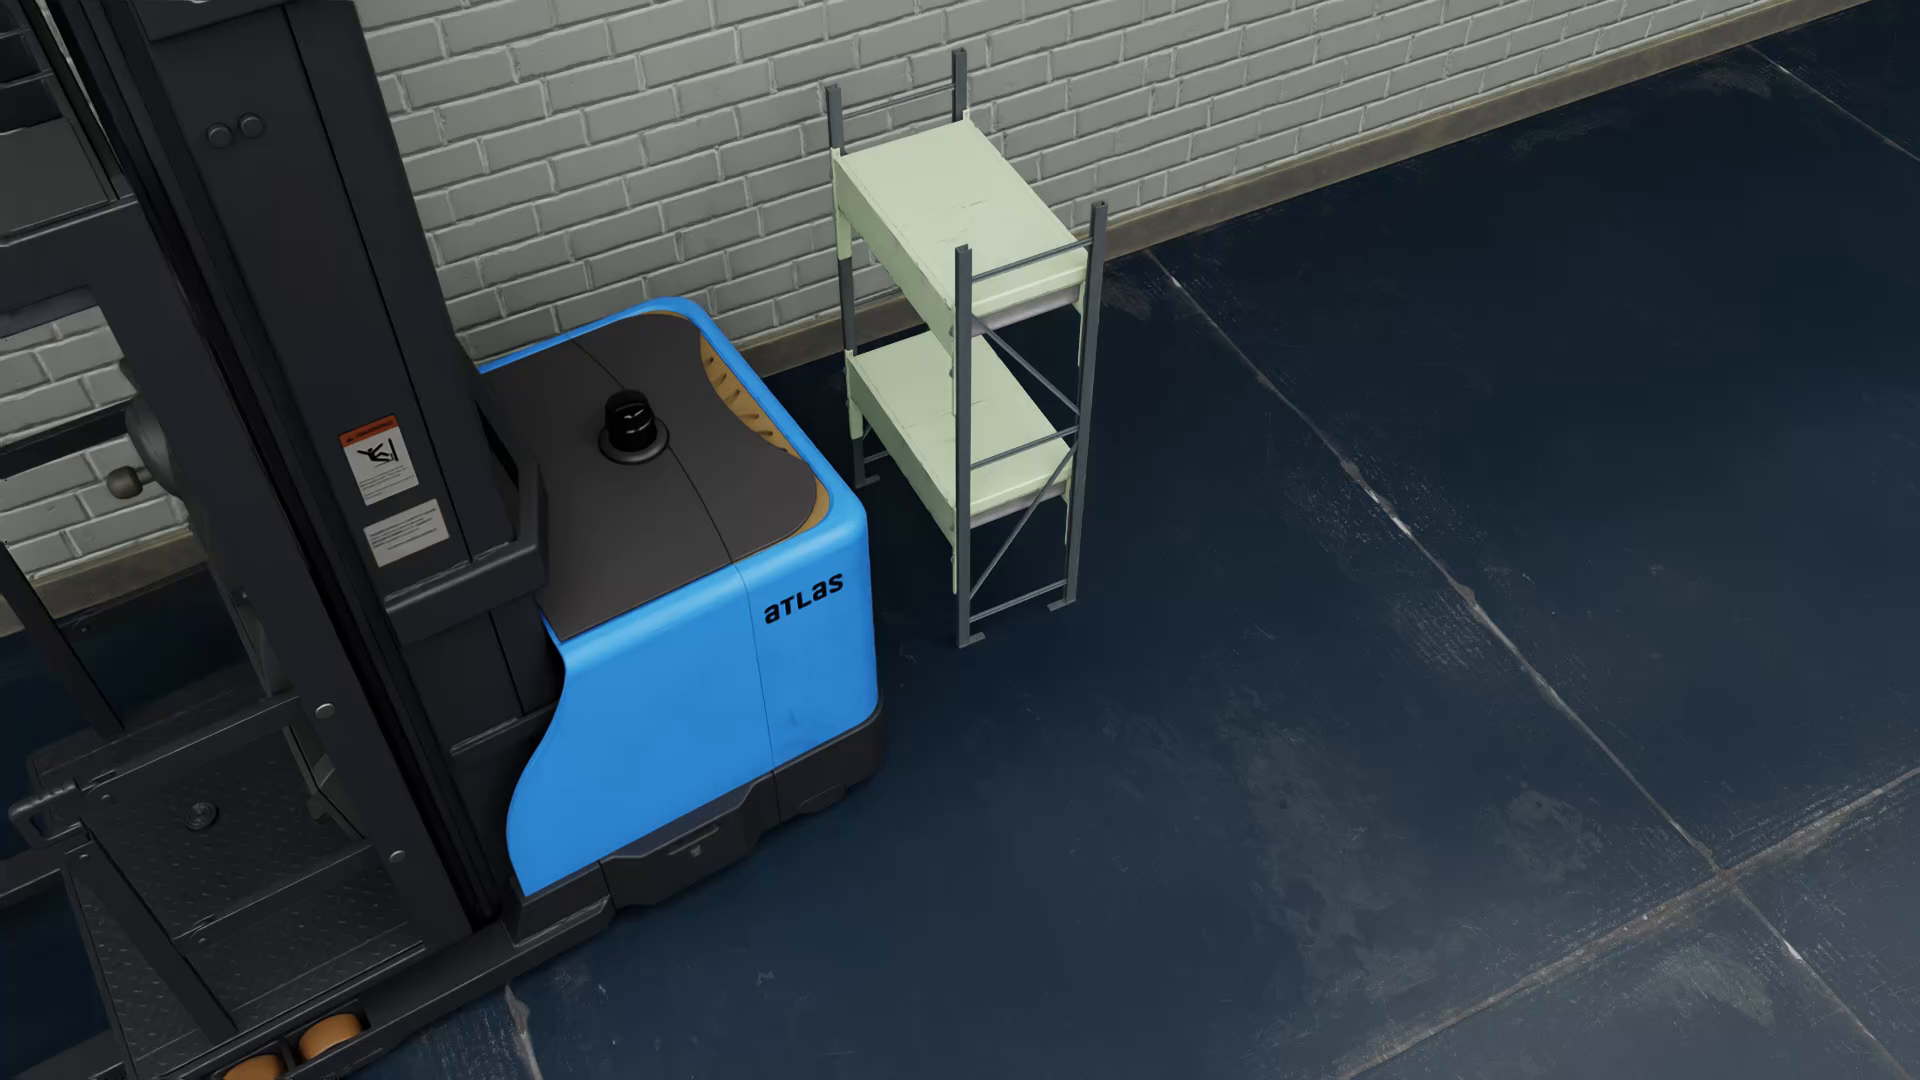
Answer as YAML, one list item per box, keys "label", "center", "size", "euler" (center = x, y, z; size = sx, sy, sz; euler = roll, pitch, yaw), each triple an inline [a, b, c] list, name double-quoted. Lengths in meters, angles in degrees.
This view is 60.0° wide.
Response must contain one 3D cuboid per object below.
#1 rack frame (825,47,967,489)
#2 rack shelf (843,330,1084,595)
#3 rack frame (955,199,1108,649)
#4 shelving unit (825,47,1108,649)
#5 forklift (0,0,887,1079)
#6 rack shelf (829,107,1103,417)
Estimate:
- label: "rack frame"
  center: [-0.164, -0.734, 4.896]
  size: [0.400, 1.500, 0.023]
  euler: [-21, 52, -18]
- label: "rack shelf"
  center: [0.003, -0.275, 4.927]
  size: [0.431, 0.370, 0.720]
  euler: [-21, 52, -18]
- label: "rack frame"
  center: [0.171, -0.244, 4.467]
  size: [0.400, 1.500, 0.023]
  euler: [-21, 52, -18]
- label: "shelving unit"
  center: [0.003, -0.489, 4.682]
  size: [0.431, 1.500, 0.755]
  euler: [-21, 52, -18]
- label: "forklift"
  center: [-1.722, -0.024, 3.324]
  size: [3.031, 2.935, 1.130]
  euler: [-26, 54, -21]
- label: "rack shelf"
  center: [0.003, -0.746, 4.388]
  size: [0.431, 0.370, 0.720]
  euler: [-21, 52, -18]
